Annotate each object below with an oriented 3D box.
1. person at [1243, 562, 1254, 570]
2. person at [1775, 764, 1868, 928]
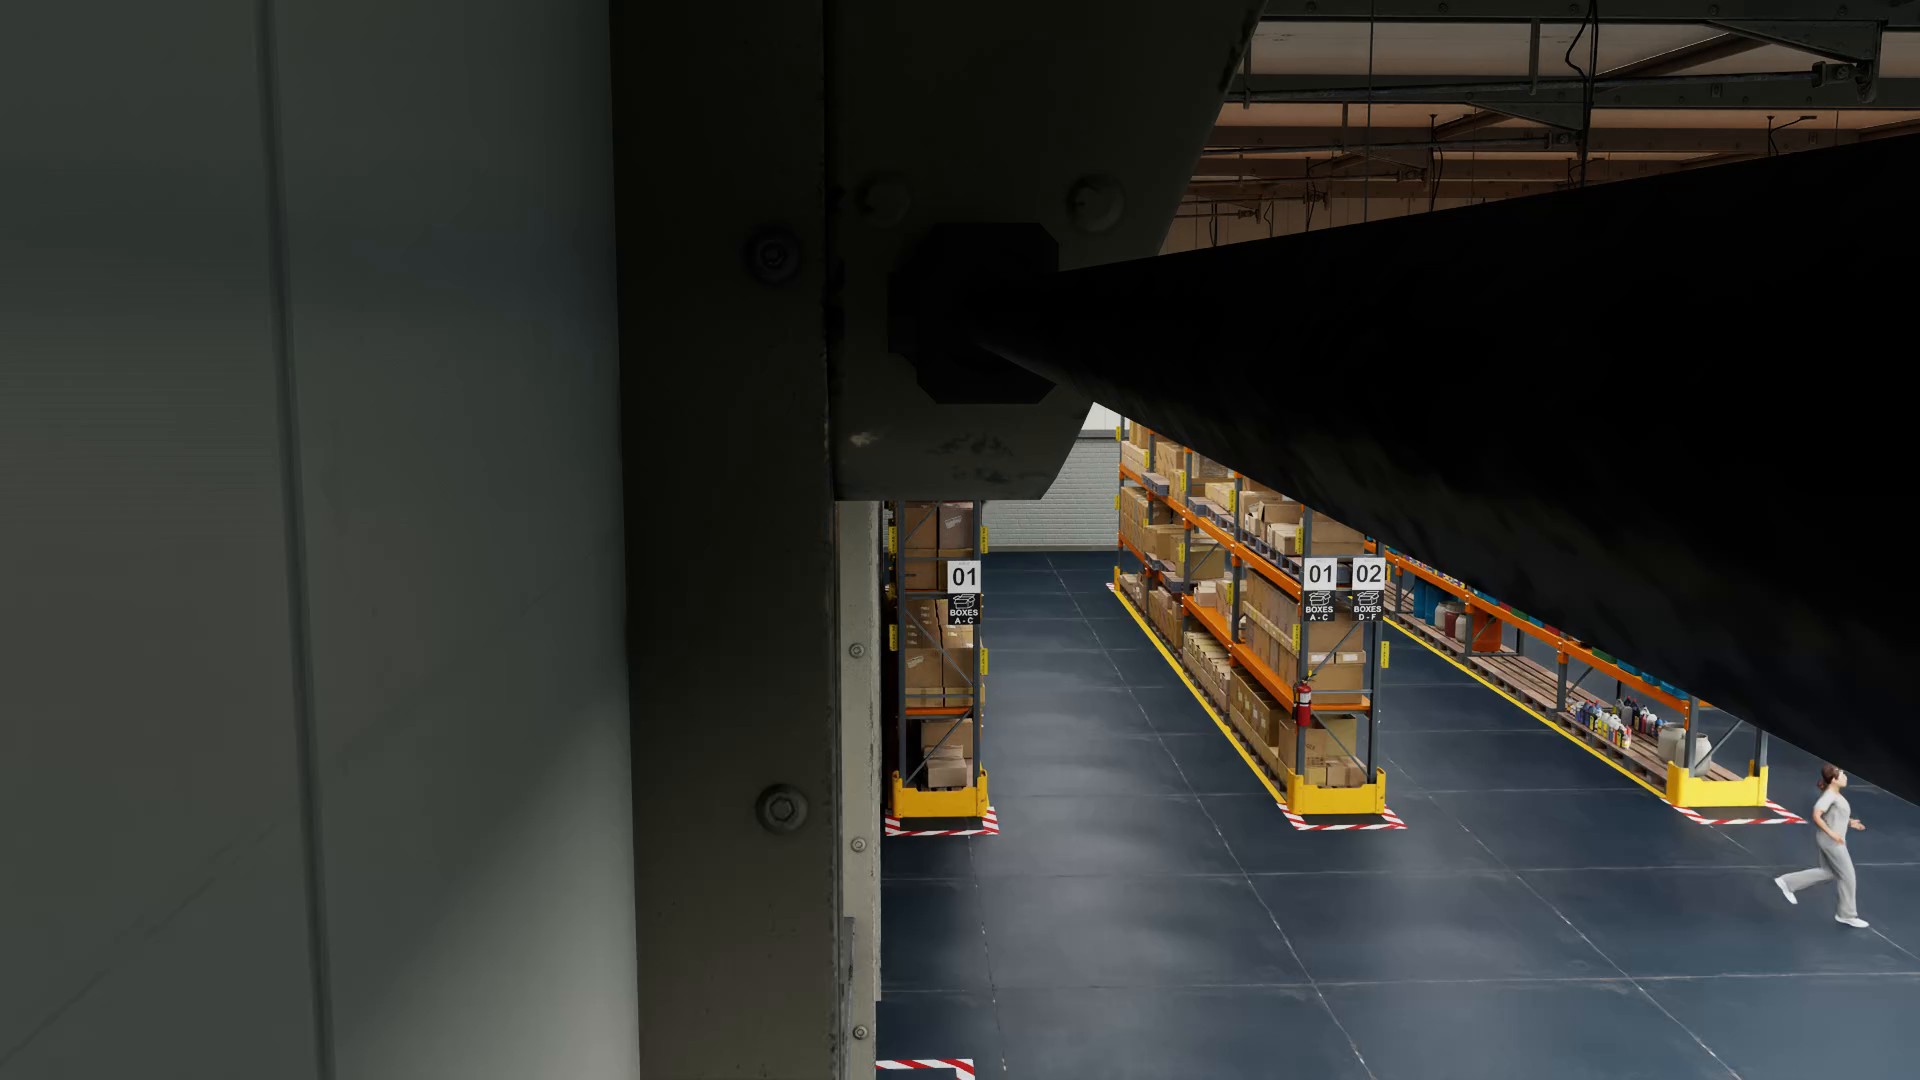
[{"bbox_3d":[6.051,0.584,33.985,0.741,1.734,0.637,-2,8,-13],"label":"person"},{"bbox_3d":[8.837,3.094,16.969,0.879,1.669,0.567,4,9,23],"label":"person"}]
